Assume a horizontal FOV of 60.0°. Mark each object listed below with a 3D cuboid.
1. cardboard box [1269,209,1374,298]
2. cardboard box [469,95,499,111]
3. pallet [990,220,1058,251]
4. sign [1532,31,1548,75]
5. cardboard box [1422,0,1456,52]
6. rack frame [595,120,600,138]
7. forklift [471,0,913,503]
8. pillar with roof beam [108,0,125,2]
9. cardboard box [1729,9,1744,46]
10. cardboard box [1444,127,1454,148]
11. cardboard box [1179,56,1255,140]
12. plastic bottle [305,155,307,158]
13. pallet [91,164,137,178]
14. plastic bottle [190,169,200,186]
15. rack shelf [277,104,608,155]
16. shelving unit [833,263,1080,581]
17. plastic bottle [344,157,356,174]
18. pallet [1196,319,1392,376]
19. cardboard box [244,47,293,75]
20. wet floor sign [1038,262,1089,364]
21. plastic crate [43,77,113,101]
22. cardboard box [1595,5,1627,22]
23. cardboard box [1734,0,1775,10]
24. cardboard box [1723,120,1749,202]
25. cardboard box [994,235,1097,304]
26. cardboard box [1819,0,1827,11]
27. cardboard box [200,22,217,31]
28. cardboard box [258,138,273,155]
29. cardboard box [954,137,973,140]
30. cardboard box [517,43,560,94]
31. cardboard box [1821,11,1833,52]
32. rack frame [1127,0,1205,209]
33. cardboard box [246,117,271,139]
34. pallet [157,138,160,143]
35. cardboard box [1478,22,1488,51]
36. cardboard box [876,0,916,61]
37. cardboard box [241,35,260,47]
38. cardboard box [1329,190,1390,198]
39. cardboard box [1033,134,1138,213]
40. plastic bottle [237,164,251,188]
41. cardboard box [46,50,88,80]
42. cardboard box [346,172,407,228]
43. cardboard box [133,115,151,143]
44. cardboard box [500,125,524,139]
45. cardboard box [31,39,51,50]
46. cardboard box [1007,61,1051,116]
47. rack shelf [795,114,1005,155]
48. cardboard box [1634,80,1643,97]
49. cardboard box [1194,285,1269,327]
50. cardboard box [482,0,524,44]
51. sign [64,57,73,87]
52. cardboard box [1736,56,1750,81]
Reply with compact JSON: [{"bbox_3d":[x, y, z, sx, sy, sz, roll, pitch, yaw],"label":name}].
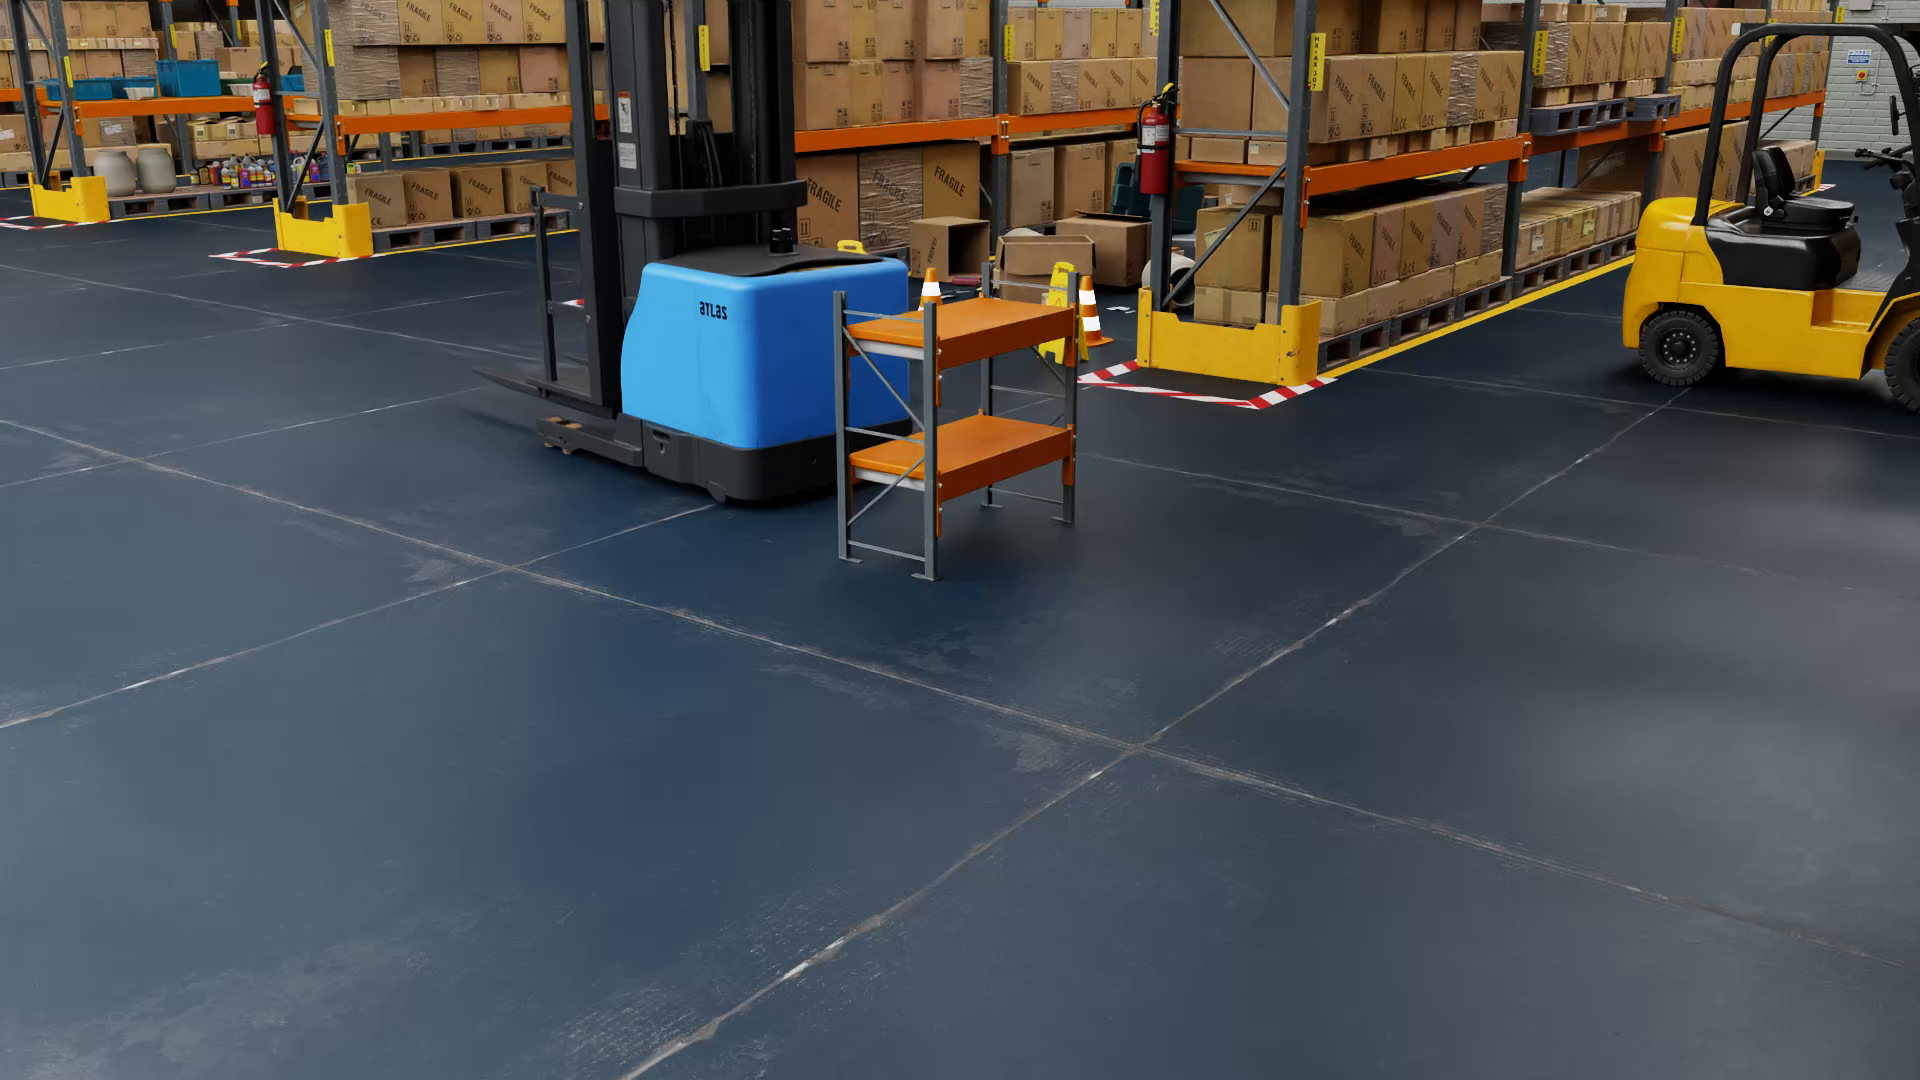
[{"bbox_3d":[2.381,-1.896,10.957,0.500,0.500,0.500,12,21,33],"label":"cardboard box"},{"bbox_3d":[-4.962,-4.499,17.097,0.380,0.149,0.250,12,21,35],"label":"cardboard box"},{"bbox_3d":[0.411,-3.171,17.098,1.003,0.211,1.213,12,21,35],"label":"pallet"},{"bbox_3d":[4.488,-3.774,12.879,0.100,0.325,0.005,12,21,35],"label":"sign"},{"bbox_3d":[3.289,-3.938,12.510,0.700,0.500,0.500,13,21,35],"label":"cardboard box"},{"bbox_3d":[-3.911,-5.206,18.949,1.000,3.000,0.127,12,21,35],"label":"rack frame"},{"bbox_3d":[-1.598,-1.933,8.526,1.130,2.935,3.031,-15,23,-40],"label":"forklift"},{"bbox_3d":[-11.474,-10.732,26.629,9.100,9.000,0.400,12,21,35],"label":"pillar with roof beam"},{"bbox_3d":[8.130,-5.493,18.019,0.500,0.500,0.500,13,22,36],"label":"cardboard box"},{"bbox_3d":[3.322,-2.906,11.967,0.380,0.149,0.250,12,21,34],"label":"cardboard box"},{"bbox_3d":[1.766,-2.870,10.757,0.500,0.500,0.500,12,21,34],"label":"cardboard box"},{"bbox_3d":[-8.601,-4.910,21.848,0.152,0.276,0.135,13,22,37],"label":"plastic bottle"},{"bbox_3d":[-12.372,-5.444,24.417,1.003,0.211,1.213,12,21,35],"label":"pallet"},{"bbox_3d":[-9.530,-4.517,20.708,0.097,0.201,0.097,0,17,0],"label":"plastic bottle"},{"bbox_3d":[-5.103,-4.386,17.522,1.077,0.370,4.000,12,21,35],"label":"rack shelf"},{"bbox_3d":[0.004,-0.539,7.082,0.538,1.125,1.048,12,21,35],"label":"shelving unit"},{"bbox_3d":[-7.911,-4.821,21.549,0.061,0.283,0.133,14,22,37],"label":"plastic bottle"},{"bbox_3d":[2.222,-1.376,11.317,1.003,0.211,1.213,12,21,35],"label":"pallet"},{"bbox_3d":[-10.782,-7.430,25.942,0.500,0.500,0.500,12,21,35],"label":"cardboard box"},{"bbox_3d":[0.692,-1.521,11.055,0.232,0.644,0.267,-11,20,-32],"label":"wet floor sign"},{"bbox_3d":[-10.214,-5.229,19.276,0.499,0.251,0.616,12,21,35],"label":"plastic crate"},{"bbox_3d":[5.683,-4.668,14.746,0.380,0.149,0.250,11,20,32],"label":"cardboard box"},{"bbox_3d":[9.211,-6.224,19.281,0.380,0.149,0.250,12,21,34],"label":"cardboard box"},{"bbox_3d":[8.509,-4.384,19.178,0.875,0.875,0.875,13,22,36],"label":"cardboard box"},{"bbox_3d":[0.678,-2.175,13.401,0.797,0.503,0.637,-1,17,-3],"label":"cardboard box"},{"bbox_3d":[10.927,-6.886,21.411,0.380,0.149,0.250,12,21,34],"label":"cardboard box"},{"bbox_3d":[-13.643,-9.265,30.015,0.380,0.149,0.250,9,20,28],"label":"cardboard box"},{"bbox_3d":[-10.813,-6.142,25.893,0.500,0.250,0.500,12,21,33],"label":"cardboard box"},{"bbox_3d":[-0.563,-5.716,23.467,1.225,0.875,0.875,12,21,35],"label":"cardboard box"},{"bbox_3d":[-4.772,-5.050,17.776,0.875,0.500,0.500,12,21,35],"label":"cardboard box"},{"bbox_3d":[11.102,-6.681,21.846,0.500,0.500,0.500,13,22,36],"label":"cardboard box"},{"bbox_3d":[2.395,-5.258,19.117,1.000,3.000,0.127,12,21,35],"label":"rack frame"},{"bbox_3d":[-10.809,-6.409,25.805,0.500,0.311,0.500,12,21,33],"label":"cardboard box"},{"bbox_3d":[-14.656,-6.977,29.356,1.003,0.211,1.213,12,21,35],"label":"pallet"},{"bbox_3d":[4.139,-3.996,13.674,0.500,0.500,0.500,12,21,34],"label":"cardboard box"},{"bbox_3d":[-0.902,-4.555,14.780,0.875,0.550,0.550,12,21,35],"label":"cardboard box"},{"bbox_3d":[-12.967,-9.054,30.638,0.500,0.500,0.500,13,22,36],"label":"cardboard box"},{"bbox_3d":[2.859,-2.355,12.432,0.500,0.500,0.500,14,22,37],"label":"cardboard box"},{"bbox_3d":[1.442,-4.046,18.301,1.050,0.750,0.750,13,21,36],"label":"cardboard box"},{"bbox_3d":[-8.792,-4.469,20.414,0.061,0.283,0.133,13,21,36],"label":"plastic bottle"},{"bbox_3d":[-12.735,-6.653,23.440,0.700,0.500,0.500,13,21,35],"label":"cardboard box"},{"bbox_3d":[-5.909,-3.406,16.659,0.500,0.500,0.500,-15,23,-40],"label":"cardboard box"},{"bbox_3d":[-12.392,-6.148,24.646,0.500,0.500,0.500,12,21,35],"label":"cardboard box"},{"bbox_3d":[-8.064,-7.354,29.339,0.500,0.500,0.500,12,21,33],"label":"cardboard box"},{"bbox_3d":[-12.768,-6.846,22.969,0.380,0.149,0.250,13,22,36],"label":"cardboard box"},{"bbox_3d":[0.542,-4.431,16.285,0.500,0.500,0.500,13,21,35],"label":"cardboard box"},{"bbox_3d":[-1.180,-3.485,14.622,1.077,0.370,4.000,12,21,35],"label":"rack shelf"},{"bbox_3d":[6.053,-4.165,15.314,0.380,0.149,0.250,11,20,32],"label":"cardboard box"},{"bbox_3d":[1.944,-1.635,11.379,0.500,0.250,0.500,12,21,34],"label":"cardboard box"},{"bbox_3d":[-4.855,-5.361,17.092,0.500,0.500,0.500,12,21,35],"label":"cardboard box"},{"bbox_3d":[-9.833,-5.162,18.343,0.100,0.325,0.005,12,21,35],"label":"sign"},{"bbox_3d":[8.455,-5.259,18.530,0.500,0.250,0.500,13,22,36],"label":"cardboard box"}]
